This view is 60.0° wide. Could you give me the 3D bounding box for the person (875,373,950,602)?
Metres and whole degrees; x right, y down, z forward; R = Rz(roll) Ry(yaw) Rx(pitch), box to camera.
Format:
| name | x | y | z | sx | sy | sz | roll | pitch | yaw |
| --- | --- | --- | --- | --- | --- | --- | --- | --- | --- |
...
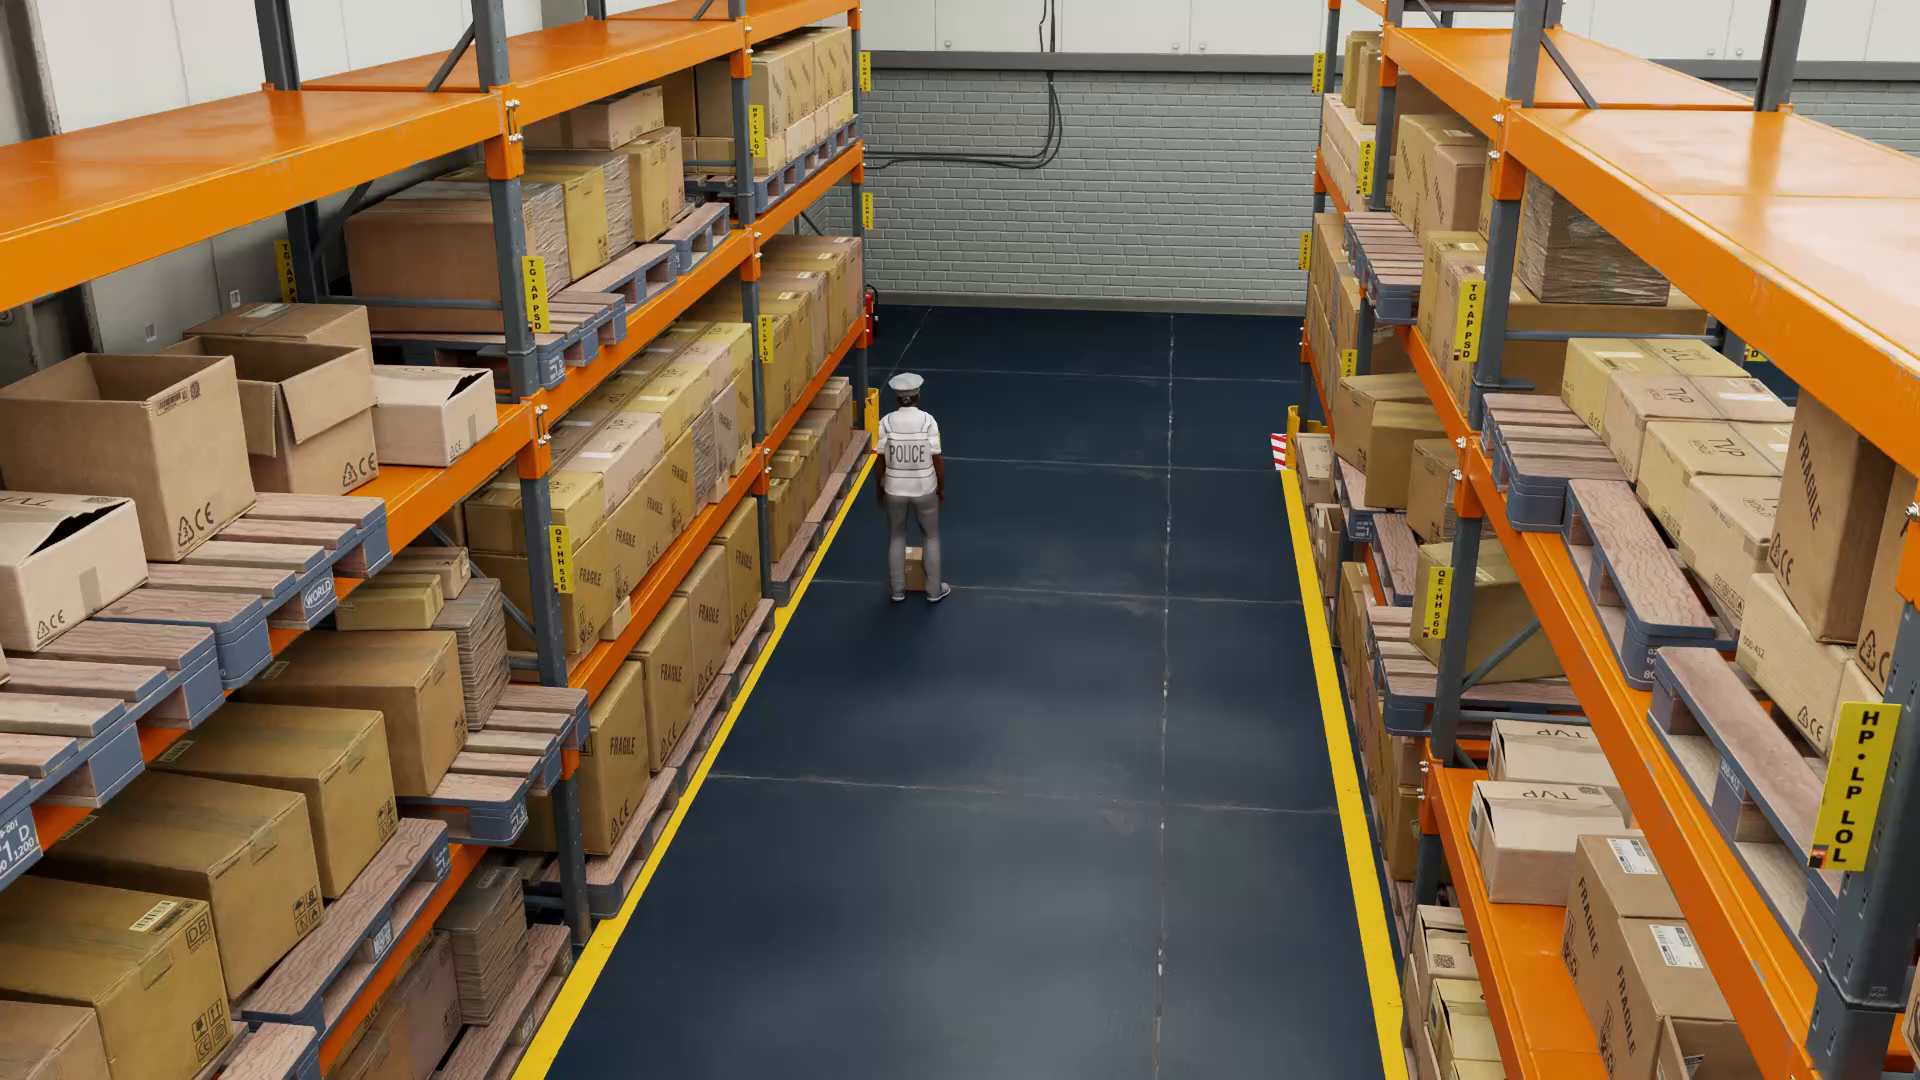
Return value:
| name | x | y | z | sx | sy | sz | roll | pitch | yaw |
| --- | --- | --- | --- | --- | --- | --- | --- | --- | --- |
| person | -0.345 | -0.356 | 11.992 | 0.532 | 1.664 | 0.391 | 2 | 21 | 4 |
